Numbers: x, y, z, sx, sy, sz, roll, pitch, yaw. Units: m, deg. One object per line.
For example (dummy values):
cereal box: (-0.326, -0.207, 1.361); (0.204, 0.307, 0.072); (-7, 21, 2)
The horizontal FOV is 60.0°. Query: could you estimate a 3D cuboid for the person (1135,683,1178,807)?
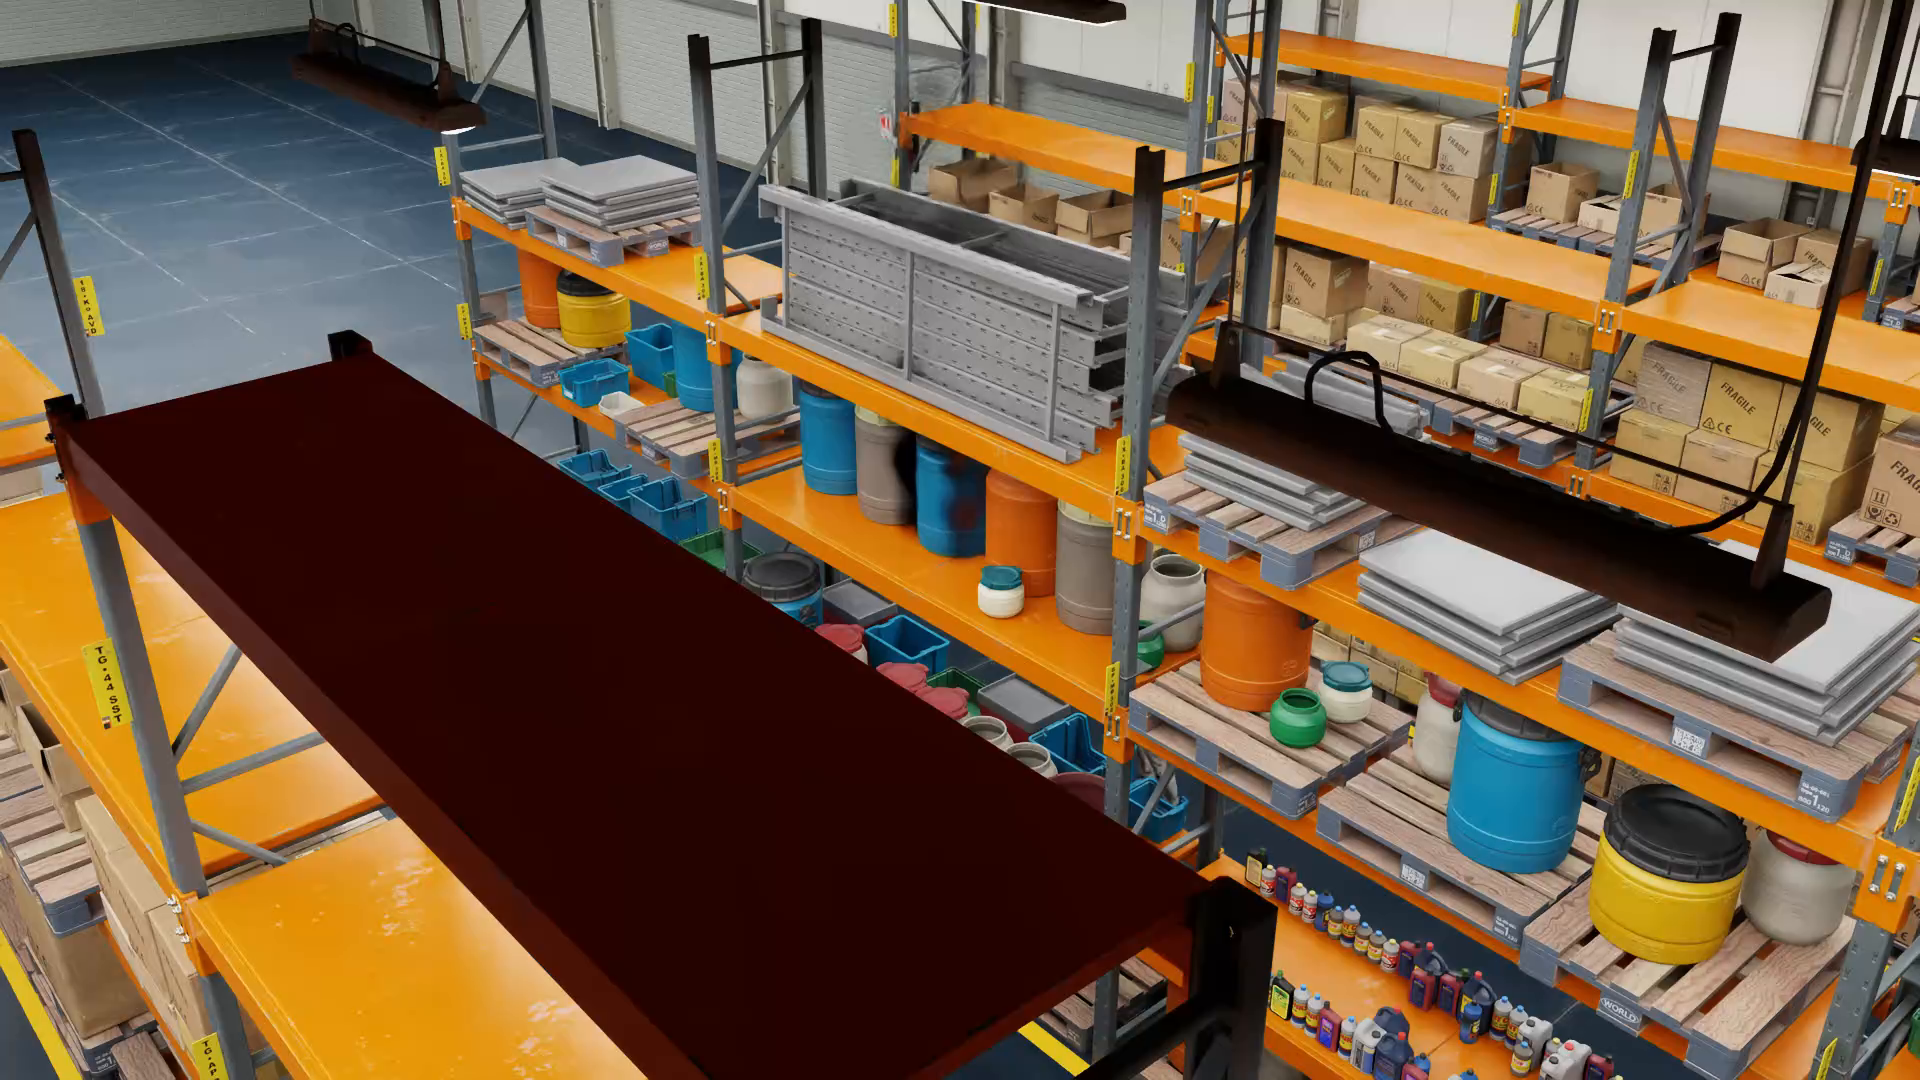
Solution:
person: (1.432, 1.330, 12.518); (0.599, 1.750, 0.709); (-23, 35, -38)
